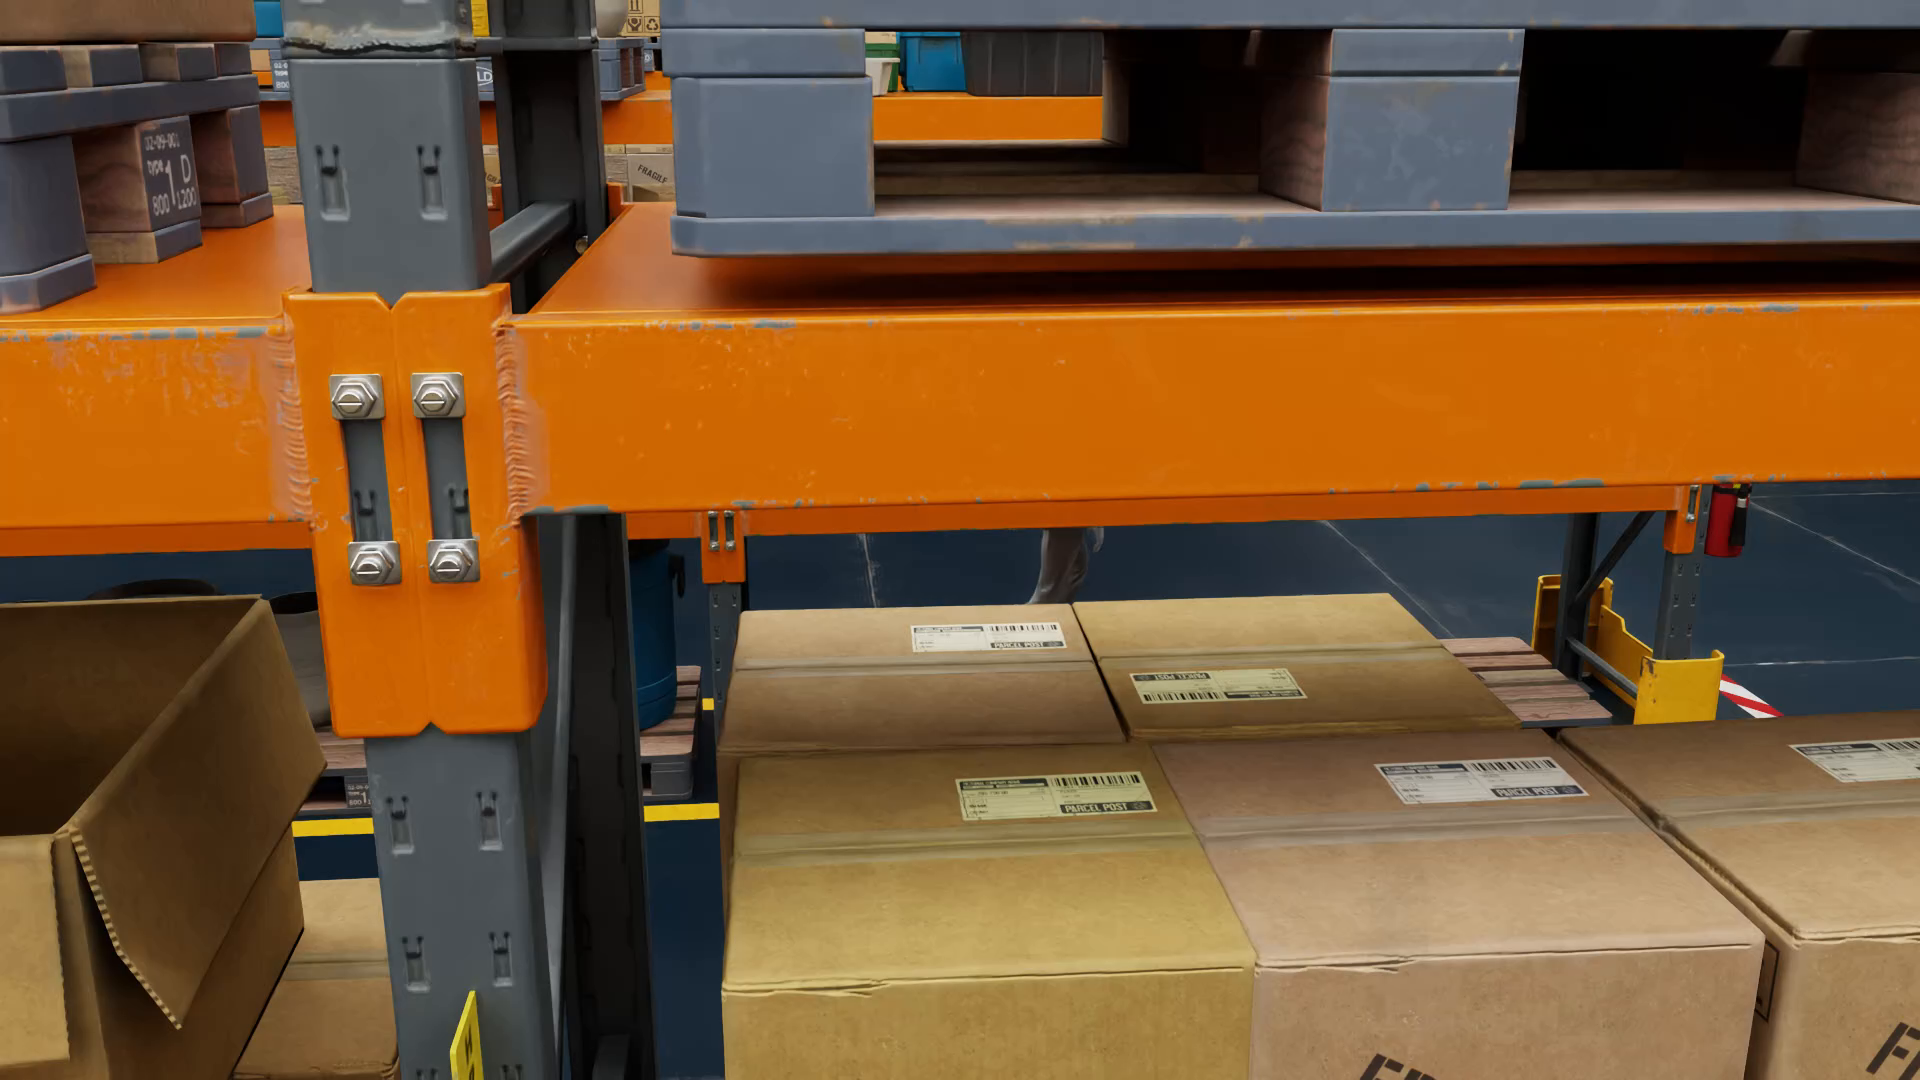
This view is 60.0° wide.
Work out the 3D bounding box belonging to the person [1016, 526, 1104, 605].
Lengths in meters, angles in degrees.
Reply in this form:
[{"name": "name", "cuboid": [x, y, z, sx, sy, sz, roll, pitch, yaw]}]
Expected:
[{"name": "person", "cuboid": [0.476, -0.130, 7.929, 0.514, 1.692, 0.512, -9, 19, -28]}]
